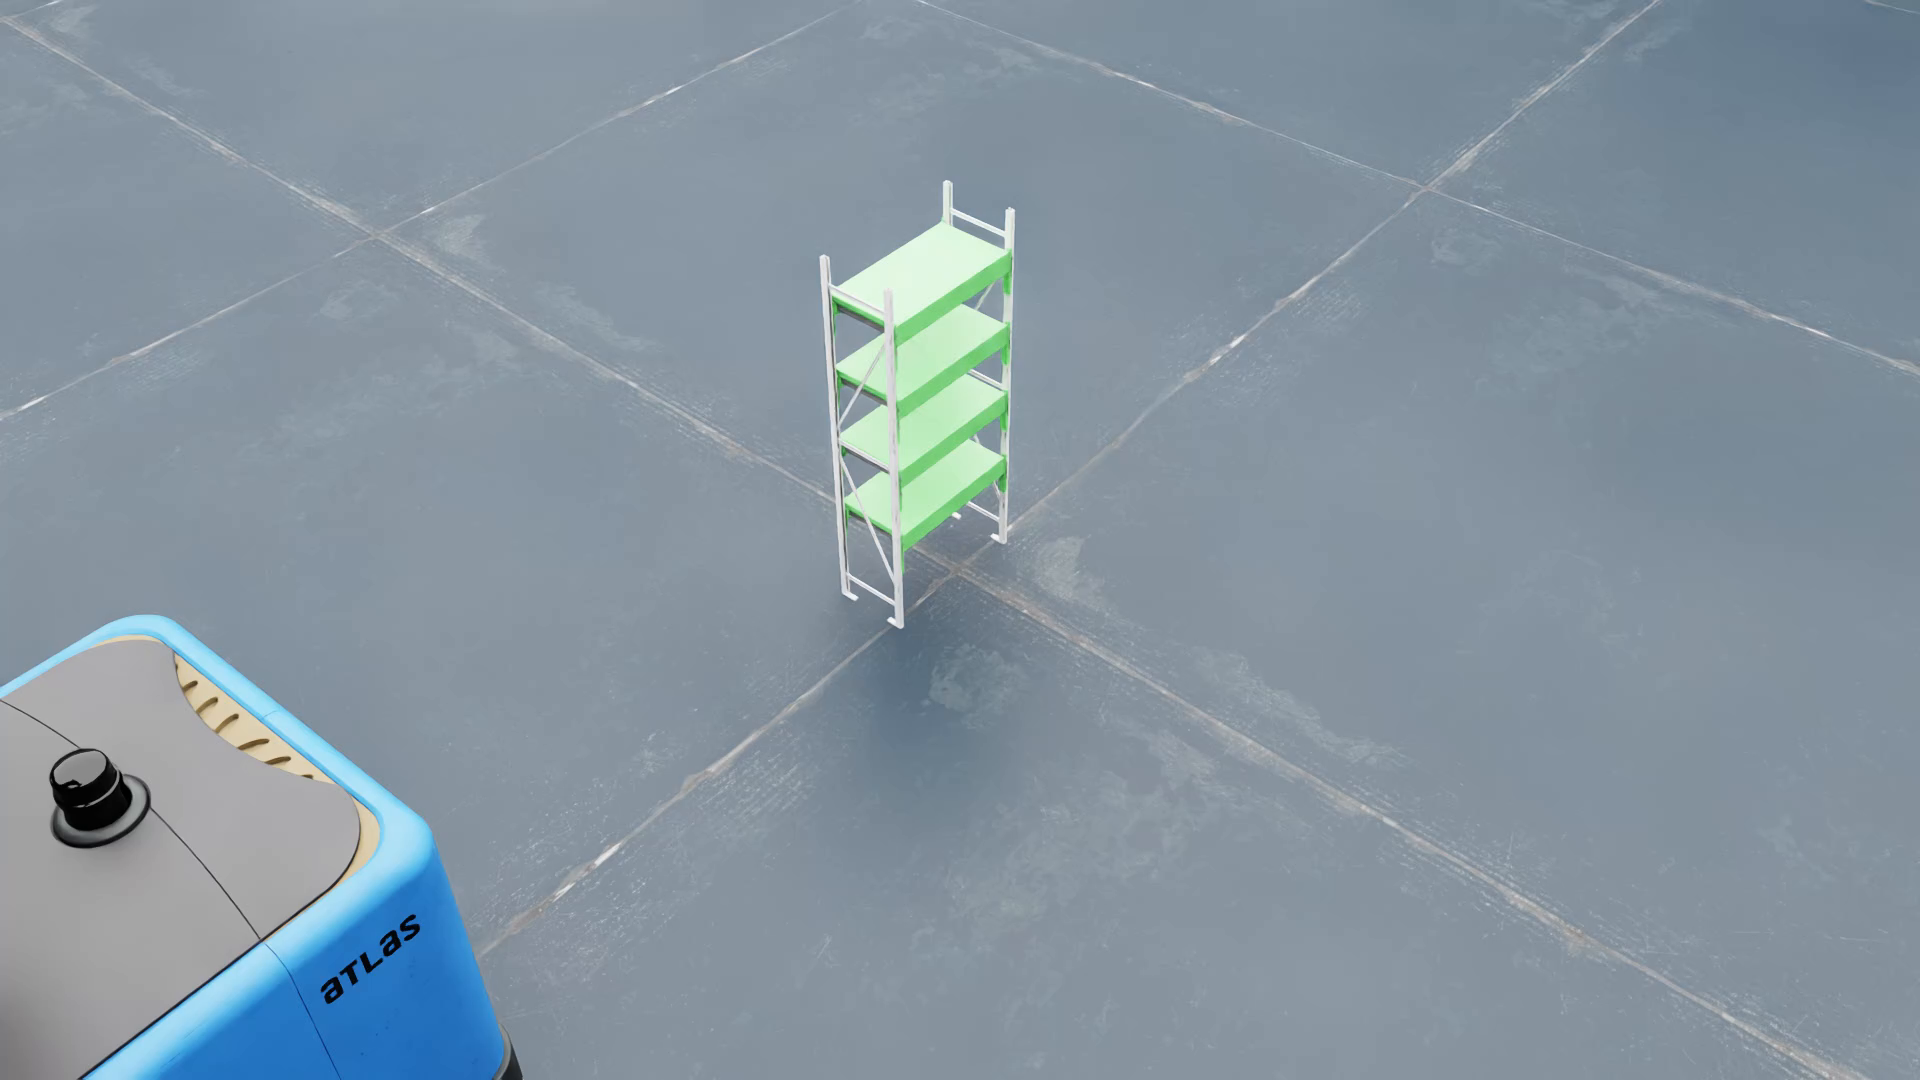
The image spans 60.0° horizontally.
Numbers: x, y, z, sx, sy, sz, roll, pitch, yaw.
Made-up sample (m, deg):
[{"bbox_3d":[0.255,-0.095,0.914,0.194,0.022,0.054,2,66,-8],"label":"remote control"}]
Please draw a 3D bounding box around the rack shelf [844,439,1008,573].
[{"bbox_3d":[-0.107,-0.134,4.957,0.258,0.148,0.480,29,50,28],"label":"rack shelf"}]

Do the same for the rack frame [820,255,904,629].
[{"bbox_3d":[-0.264,-0.233,4.614,0.240,1.200,0.015,29,50,28],"label":"rack frame"}]

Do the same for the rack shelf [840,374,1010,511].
[{"bbox_3d":[-0.107,-0.311,4.796,0.258,0.148,0.480,29,50,28],"label":"rack shelf"}]

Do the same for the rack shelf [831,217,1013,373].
[{"bbox_3d":[-0.107,-0.667,4.473,0.258,0.148,0.480,29,50,28],"label":"rack shelf"}]

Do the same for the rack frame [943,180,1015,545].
[{"bbox_3d":[0.050,-0.484,4.891,0.240,1.200,0.015,29,50,28],"label":"rack frame"}]

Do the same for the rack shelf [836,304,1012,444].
[{"bbox_3d":[-0.107,-0.489,4.634,0.258,0.148,0.480,29,50,28],"label":"rack shelf"}]

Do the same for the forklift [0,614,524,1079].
[{"bbox_3d":[-2.280,0.816,2.174,1.130,2.935,3.031,28,49,28],"label":"forklift"}]

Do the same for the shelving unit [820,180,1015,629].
[{"bbox_3d":[-0.107,-0.359,4.753,0.258,1.200,0.503,29,50,28],"label":"shelving unit"}]
